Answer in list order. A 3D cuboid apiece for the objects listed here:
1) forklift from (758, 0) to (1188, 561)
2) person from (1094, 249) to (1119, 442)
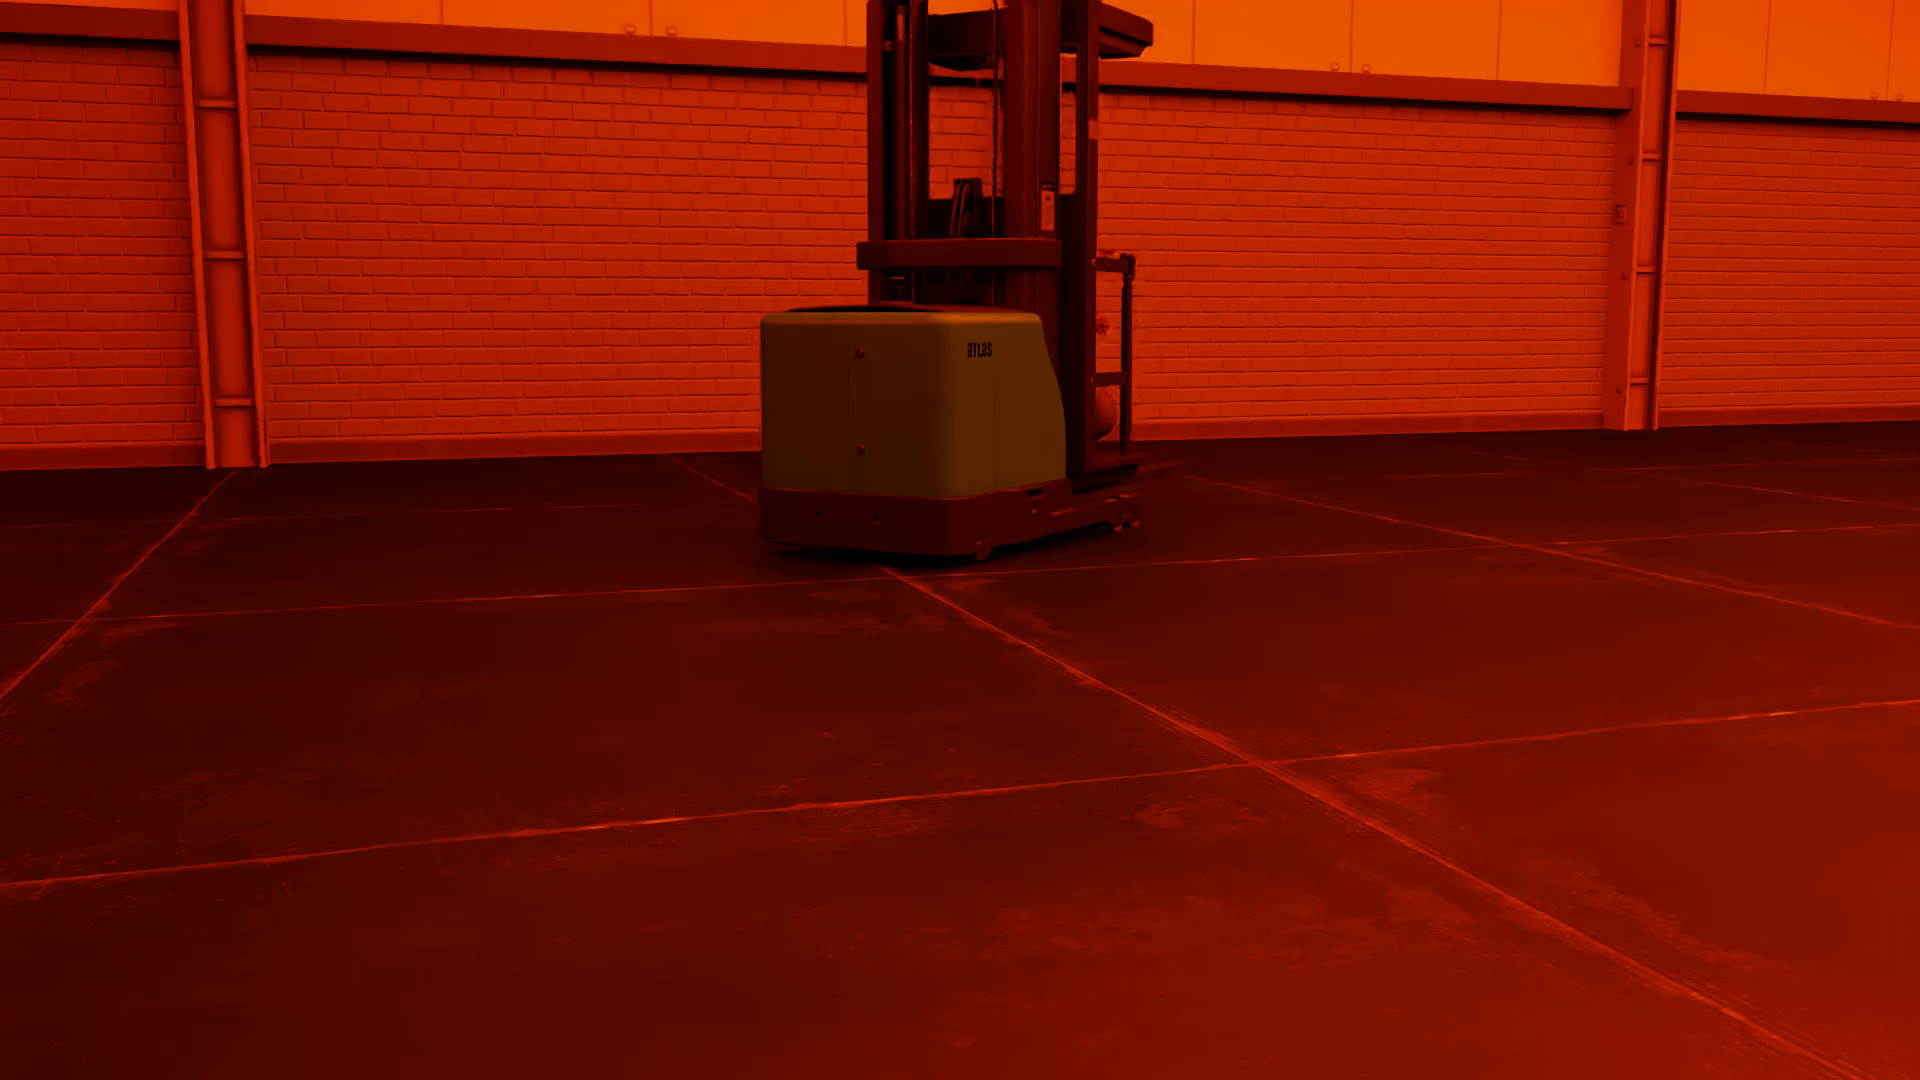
[{"bbox_3d":[0.271,-1.522,8.235,1.130,2.935,3.031,4,9,29],"label":"forklift"},{"bbox_3d":[0.547,-0.932,9.208,0.751,1.384,0.993,-2,8,-16],"label":"person"}]
